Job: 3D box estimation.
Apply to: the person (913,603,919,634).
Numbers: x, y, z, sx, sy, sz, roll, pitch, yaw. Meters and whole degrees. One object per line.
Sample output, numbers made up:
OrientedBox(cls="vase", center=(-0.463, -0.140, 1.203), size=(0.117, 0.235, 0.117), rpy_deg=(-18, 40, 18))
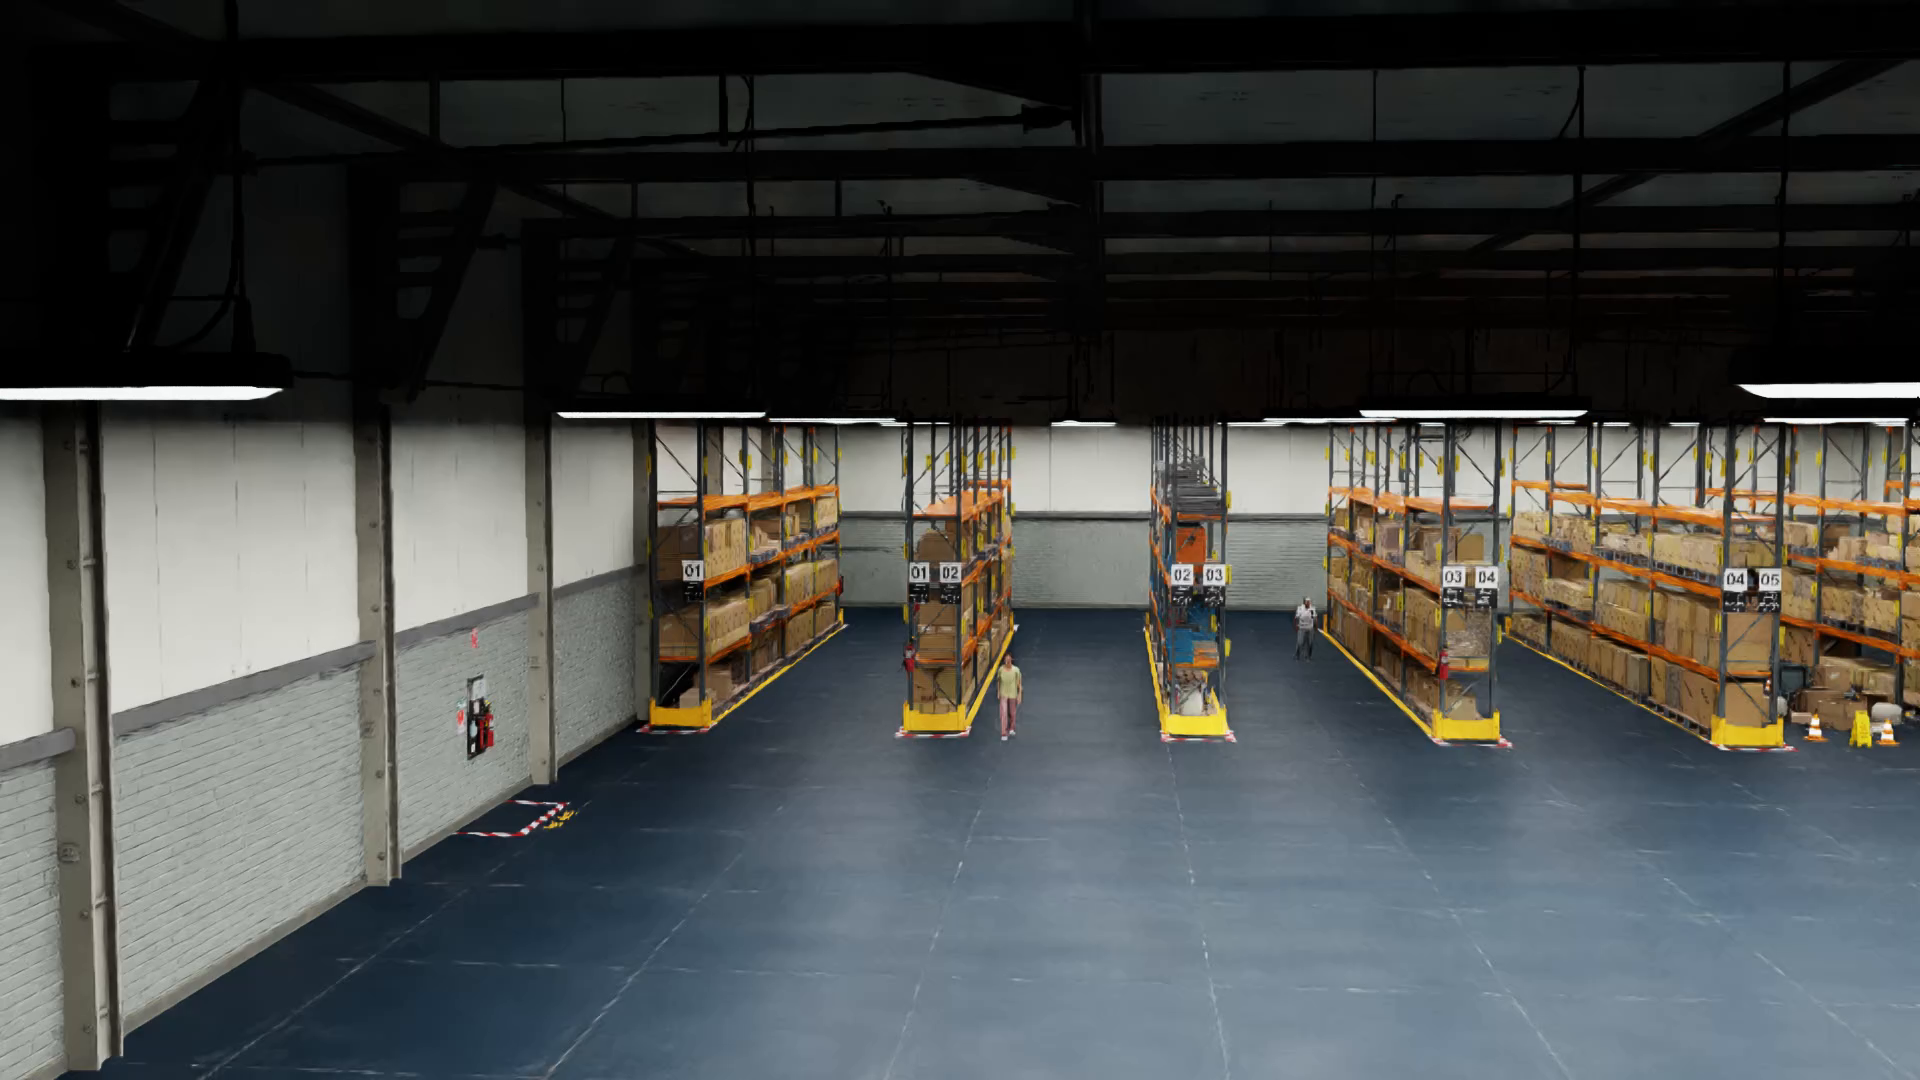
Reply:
OrientedBox(cls="person", center=(-1.014, 1.947, 43.653), size=(0.542, 1.645, 1.126), rpy_deg=(1, 4, 7))

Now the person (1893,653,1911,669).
OrientedBox(cls="person", center=(21.570, 2.247, 38.192), size=(0.636, 1.775, 0.677), rpy_deg=(3, 5, 37))

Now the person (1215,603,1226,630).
OrientedBox(cls="person", center=(7.375, 1.765, 47.403), size=(0.404, 1.525, 1.034), rpy_deg=(0, 4, 3))

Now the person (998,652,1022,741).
OrientedBox(cls="person", center=(0.913, 2.854, 30.574), size=(0.458, 1.612, 1.010), rpy_deg=(0, 4, 4))

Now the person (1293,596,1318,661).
OrientedBox(cls="person", center=(8.502, 2.166, 40.894), size=(0.592, 1.630, 0.531), rpy_deg=(0, 4, 3))
